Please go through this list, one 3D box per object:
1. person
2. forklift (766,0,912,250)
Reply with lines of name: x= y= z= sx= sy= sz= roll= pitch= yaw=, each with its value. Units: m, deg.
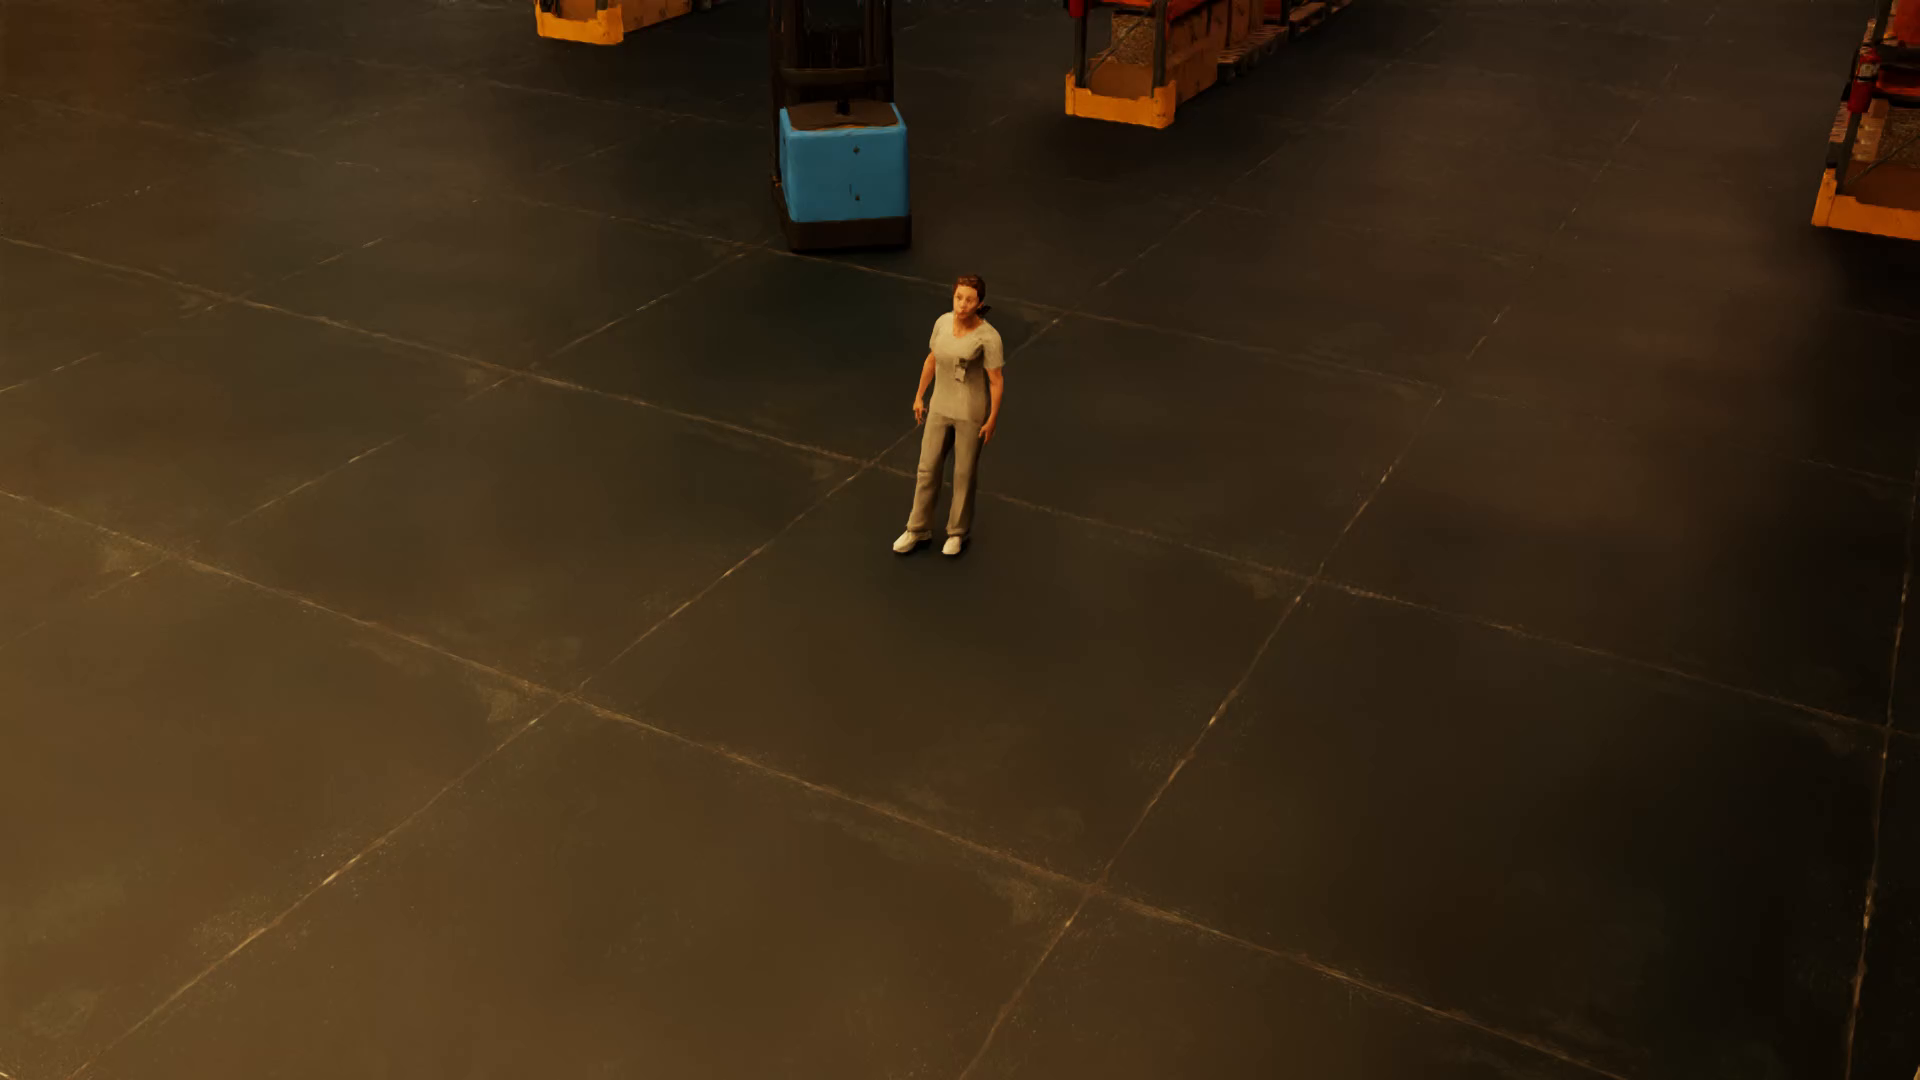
person: x=-0.047 y=-0.703 z=9.530 sx=0.550 sy=1.674 sz=0.548 roll=15 pitch=33 yaw=25
forklift: x=-1.177 y=-4.458 z=14.796 sx=1.130 sy=2.935 sz=3.031 roll=-5 pitch=30 yaw=-9
